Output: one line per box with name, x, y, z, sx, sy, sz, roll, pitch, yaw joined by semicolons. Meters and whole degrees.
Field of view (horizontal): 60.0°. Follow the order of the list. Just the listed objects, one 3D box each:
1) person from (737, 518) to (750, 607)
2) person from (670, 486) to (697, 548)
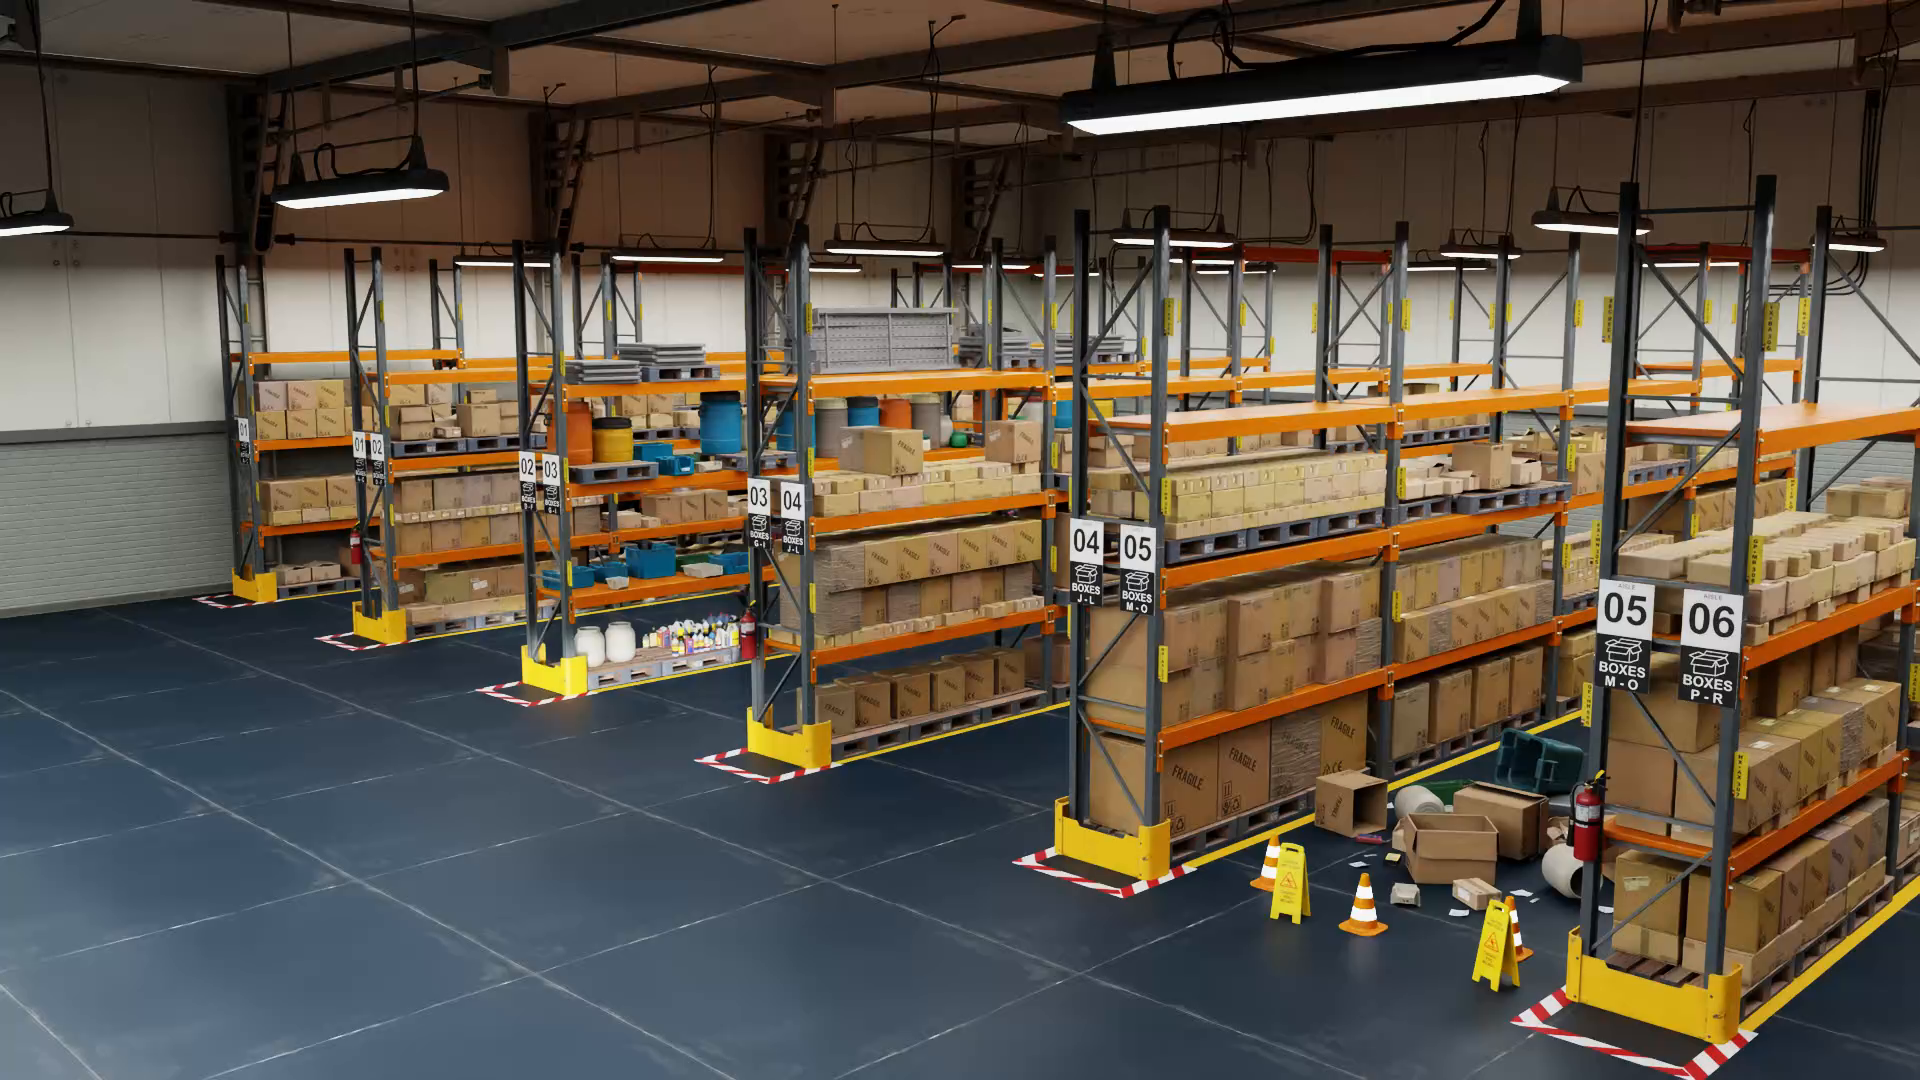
person;-3.375;0.248;26.956;0.497;1.768;0.546;-2;8;-11
person;-5.515;-0.418;33.355;0.639;1.830;0.584;-1;8;-6
